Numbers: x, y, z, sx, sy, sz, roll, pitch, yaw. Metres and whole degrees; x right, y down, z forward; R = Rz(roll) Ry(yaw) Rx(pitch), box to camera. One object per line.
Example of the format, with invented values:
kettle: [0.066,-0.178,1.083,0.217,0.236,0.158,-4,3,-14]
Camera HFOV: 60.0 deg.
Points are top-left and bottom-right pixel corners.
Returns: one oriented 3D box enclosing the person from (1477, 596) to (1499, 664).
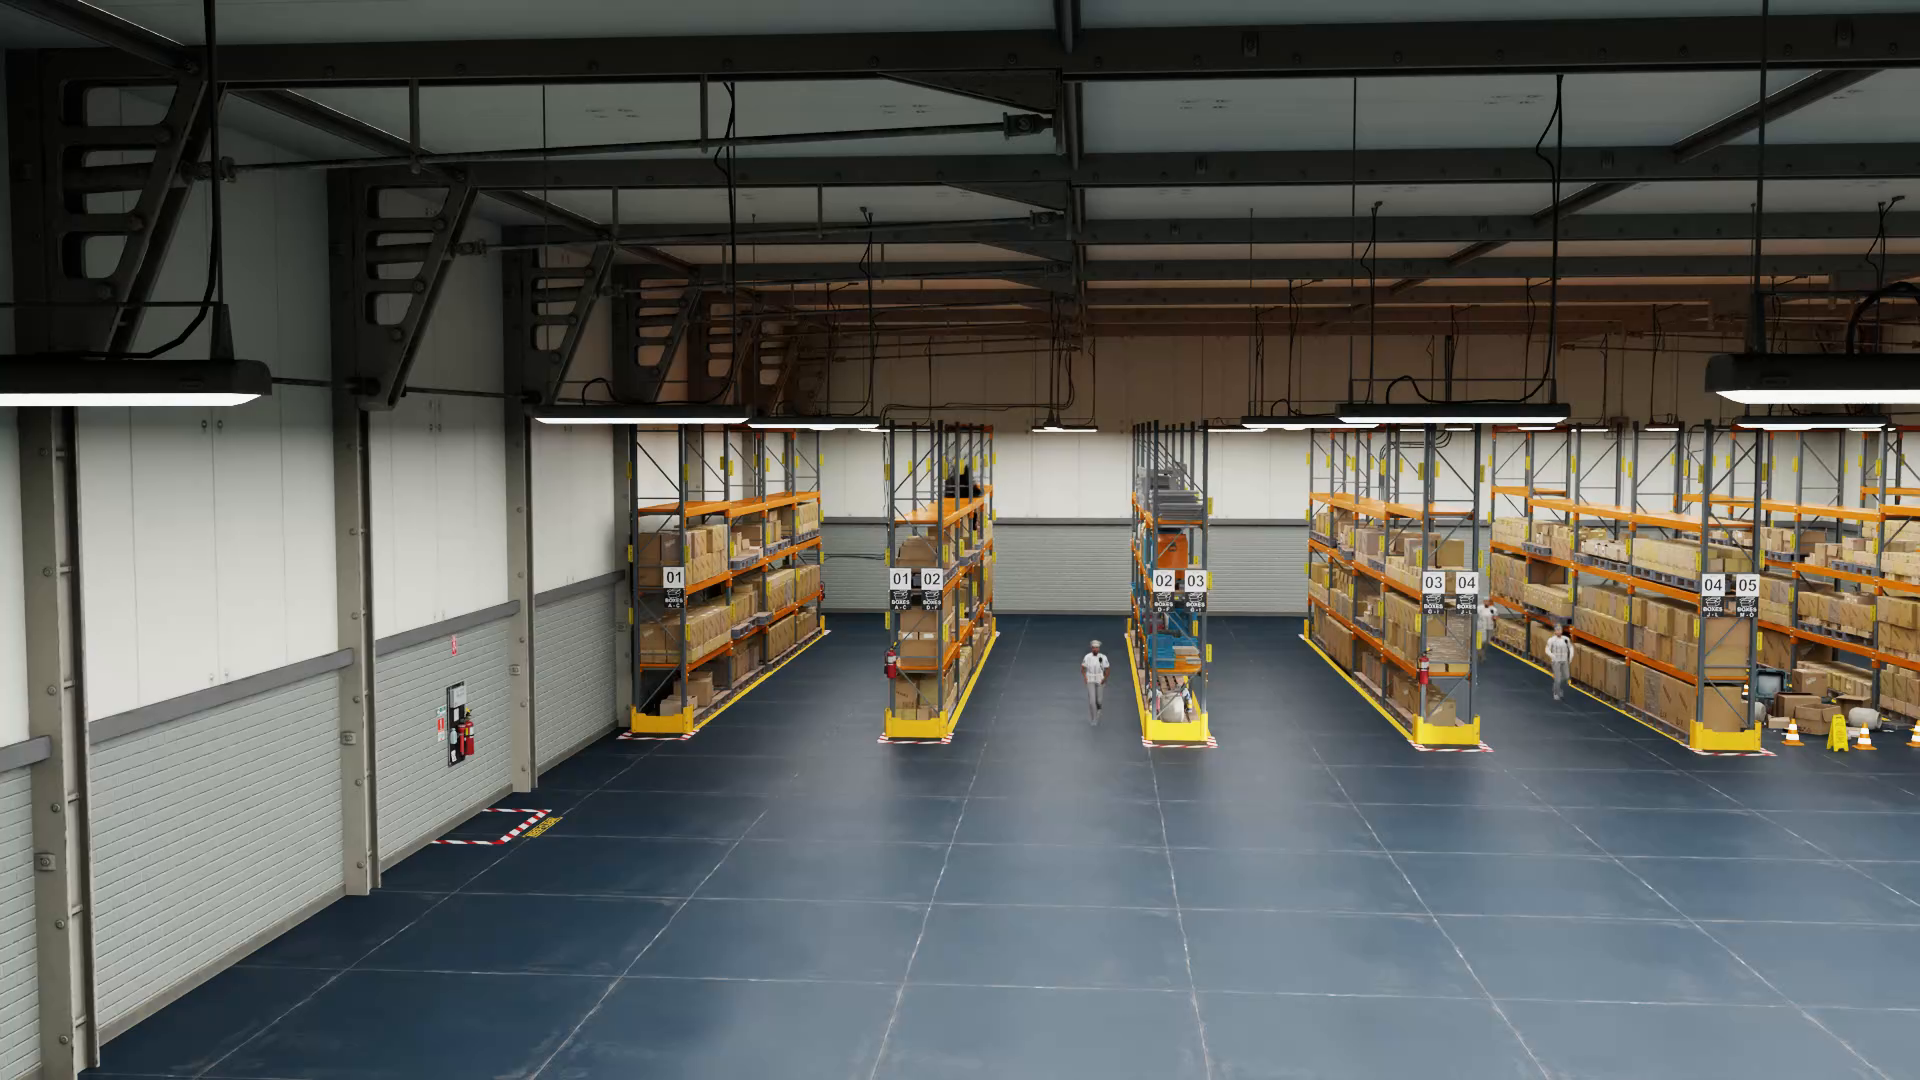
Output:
person: [13.239,2.263,41.863,0.582,1.708,0.786,0,4,2]

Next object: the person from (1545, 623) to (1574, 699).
person: [12.949,2.626,35.861,0.629,1.659,0.524,0,4,6]

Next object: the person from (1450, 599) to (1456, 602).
person: [13.879,1.880,47.021,0.823,1.730,0.773,-2,4,-34]

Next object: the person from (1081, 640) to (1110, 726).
person: [2.689,2.812,33.002,0.589,1.685,0.734,0,4,5]
